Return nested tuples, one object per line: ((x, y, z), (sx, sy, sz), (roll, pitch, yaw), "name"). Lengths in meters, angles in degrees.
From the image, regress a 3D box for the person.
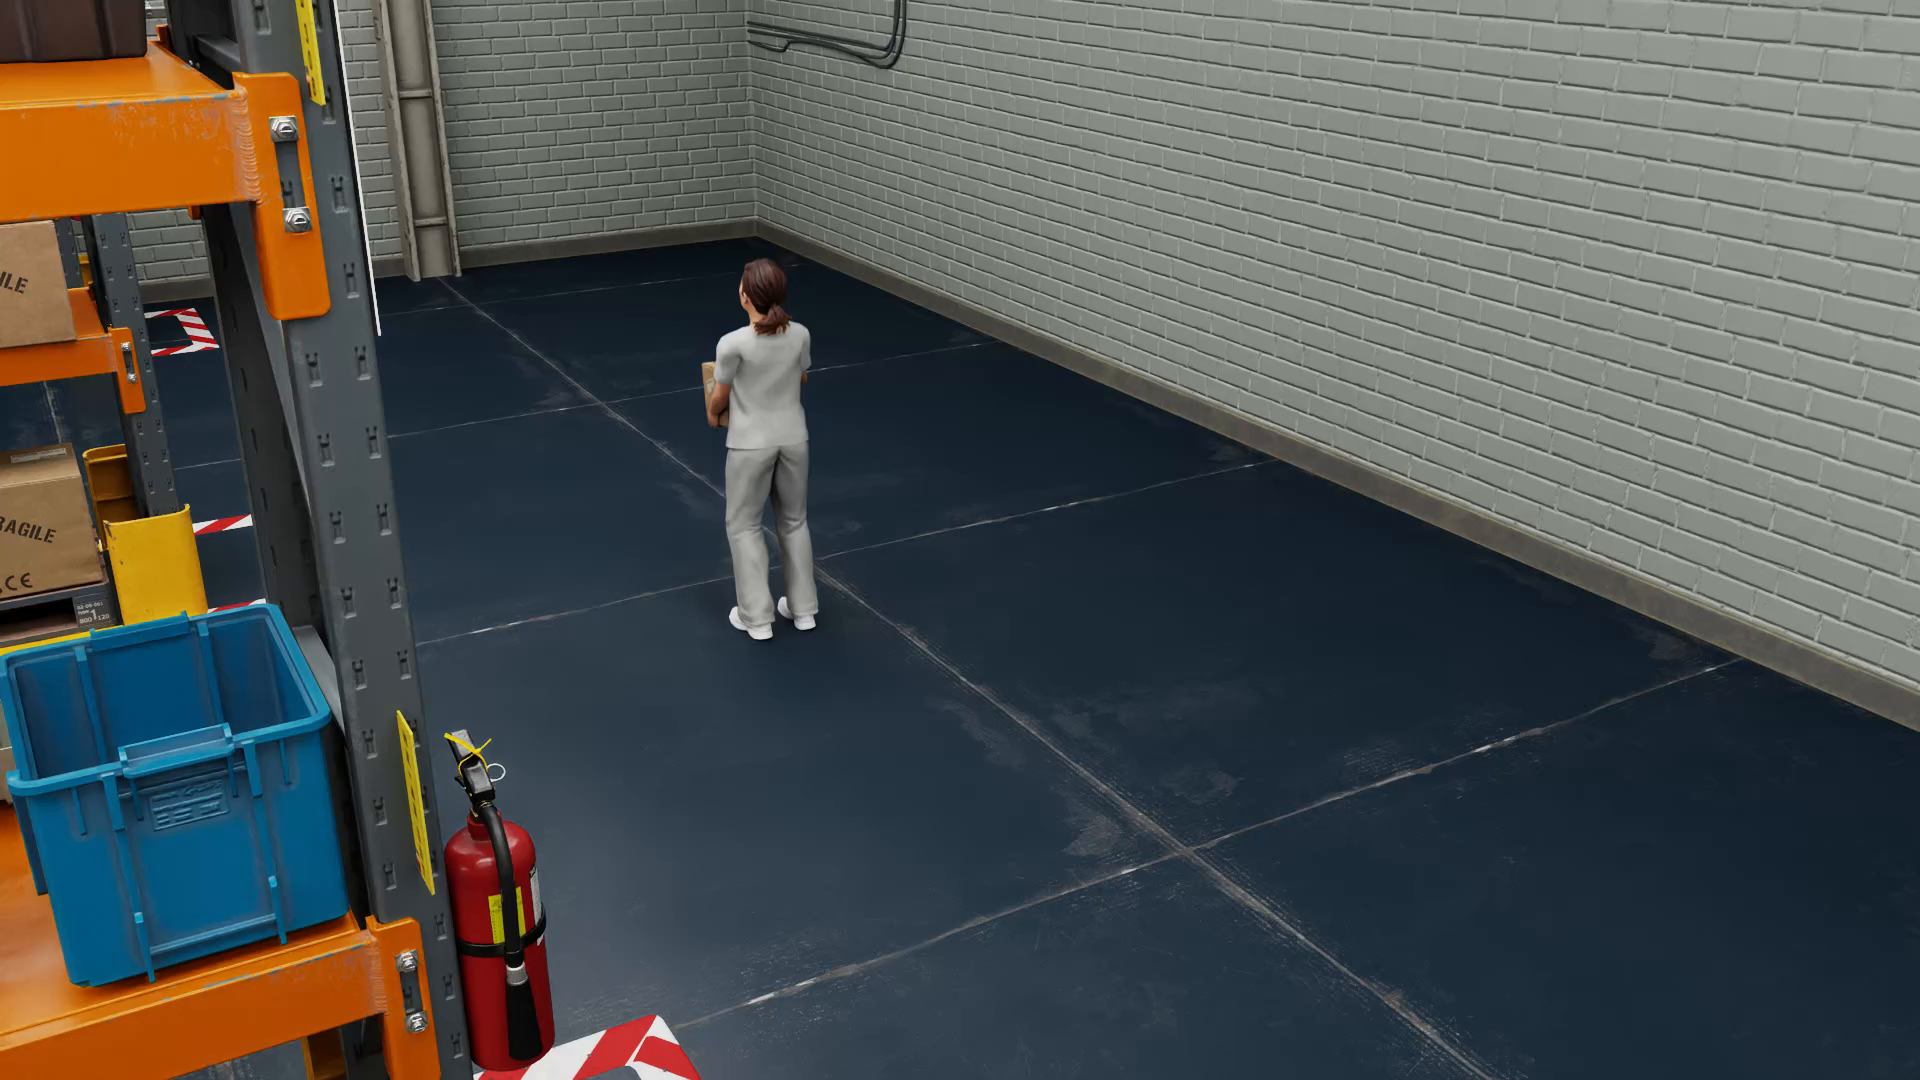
((-0.851, -0.404, 7.113), (0.437, 1.662, 0.555), (-12, 25, -27), "person")
